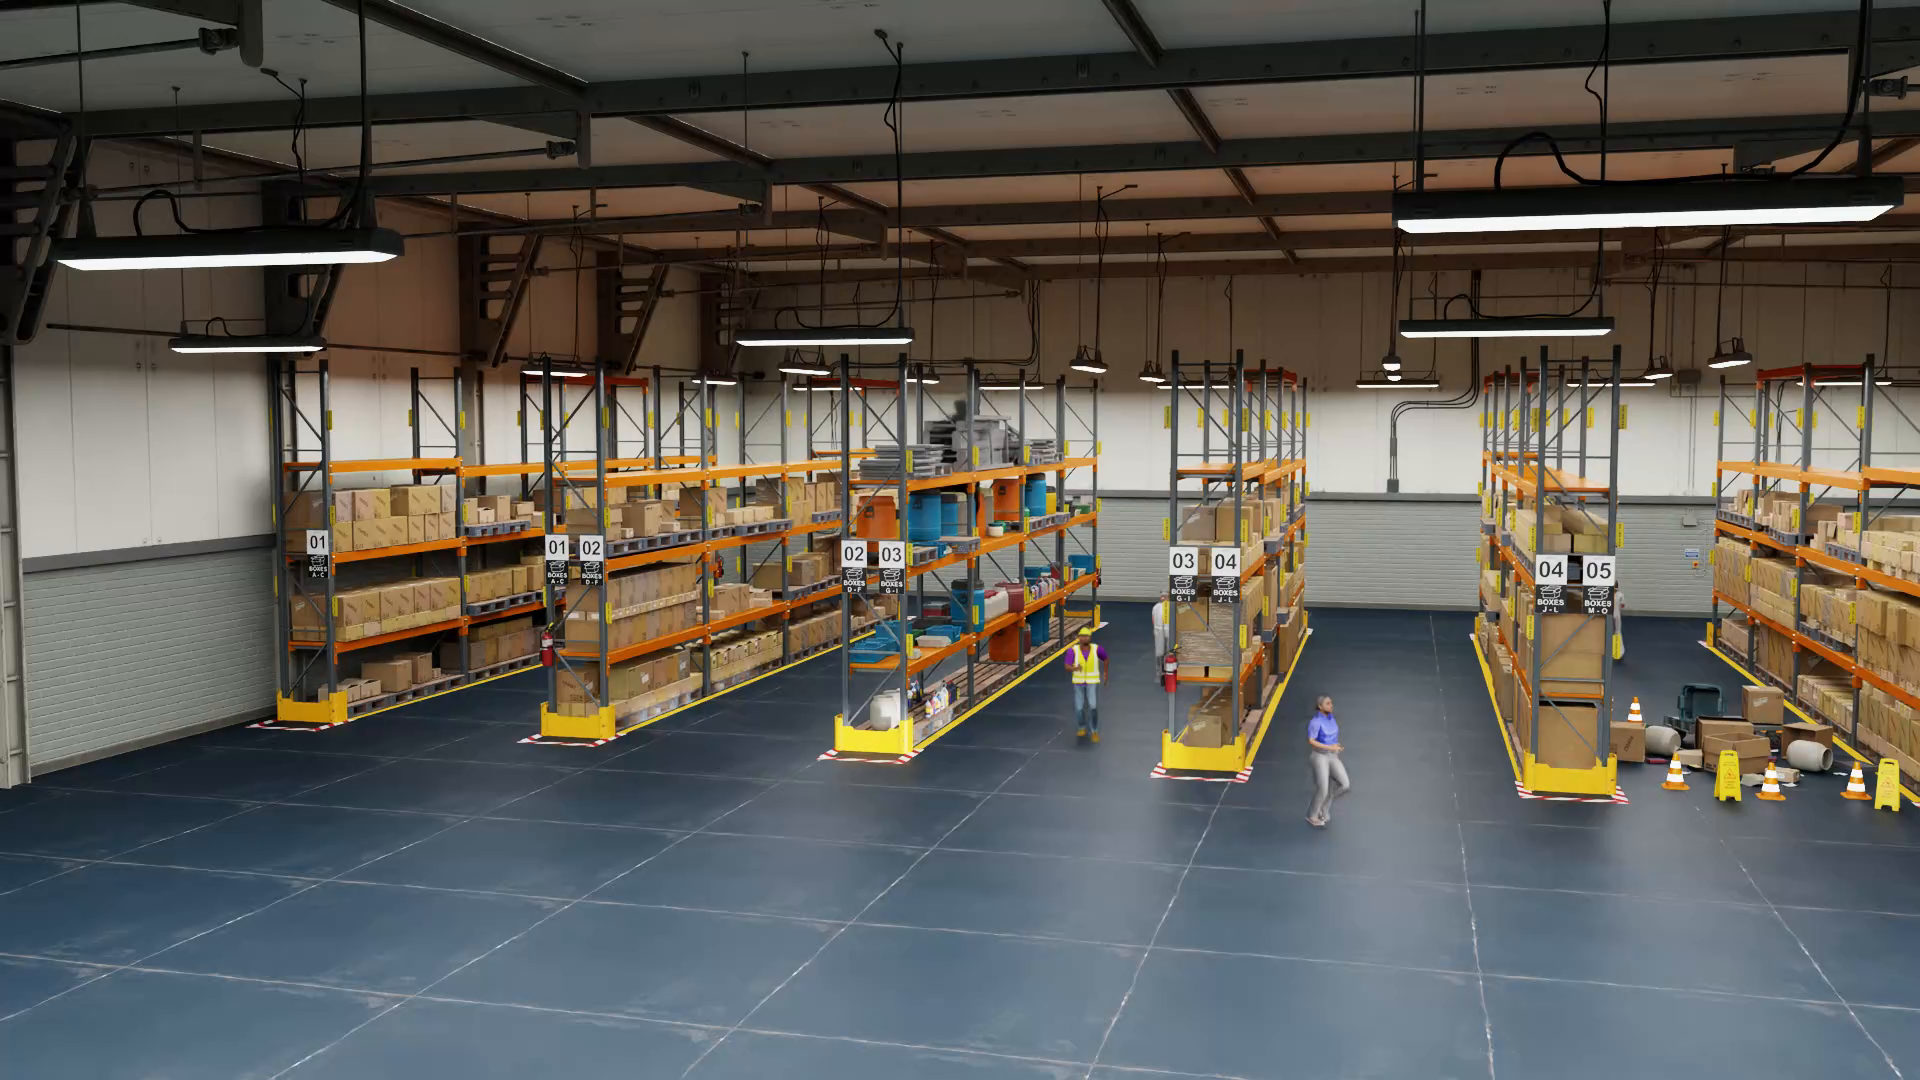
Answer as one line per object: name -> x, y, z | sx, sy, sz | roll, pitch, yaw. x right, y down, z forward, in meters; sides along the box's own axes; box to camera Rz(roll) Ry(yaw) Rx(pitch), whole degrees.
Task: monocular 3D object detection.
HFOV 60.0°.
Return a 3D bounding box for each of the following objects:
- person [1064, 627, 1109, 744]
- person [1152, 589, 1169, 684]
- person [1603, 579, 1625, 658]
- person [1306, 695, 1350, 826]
person -> 1.964, 2.268, 25.891 | 0.684, 1.816, 0.731 | 1, 4, 7
person -> 3.941, 1.857, 31.784 | 0.614, 1.859, 0.777 | 1, 4, 15
person -> 13.615, 1.675, 34.716 | 0.573, 1.709, 0.890 | 1, 4, 9
person -> 4.510, 2.713, 20.425 | 0.630, 1.626, 0.577 | -4, 5, -41
